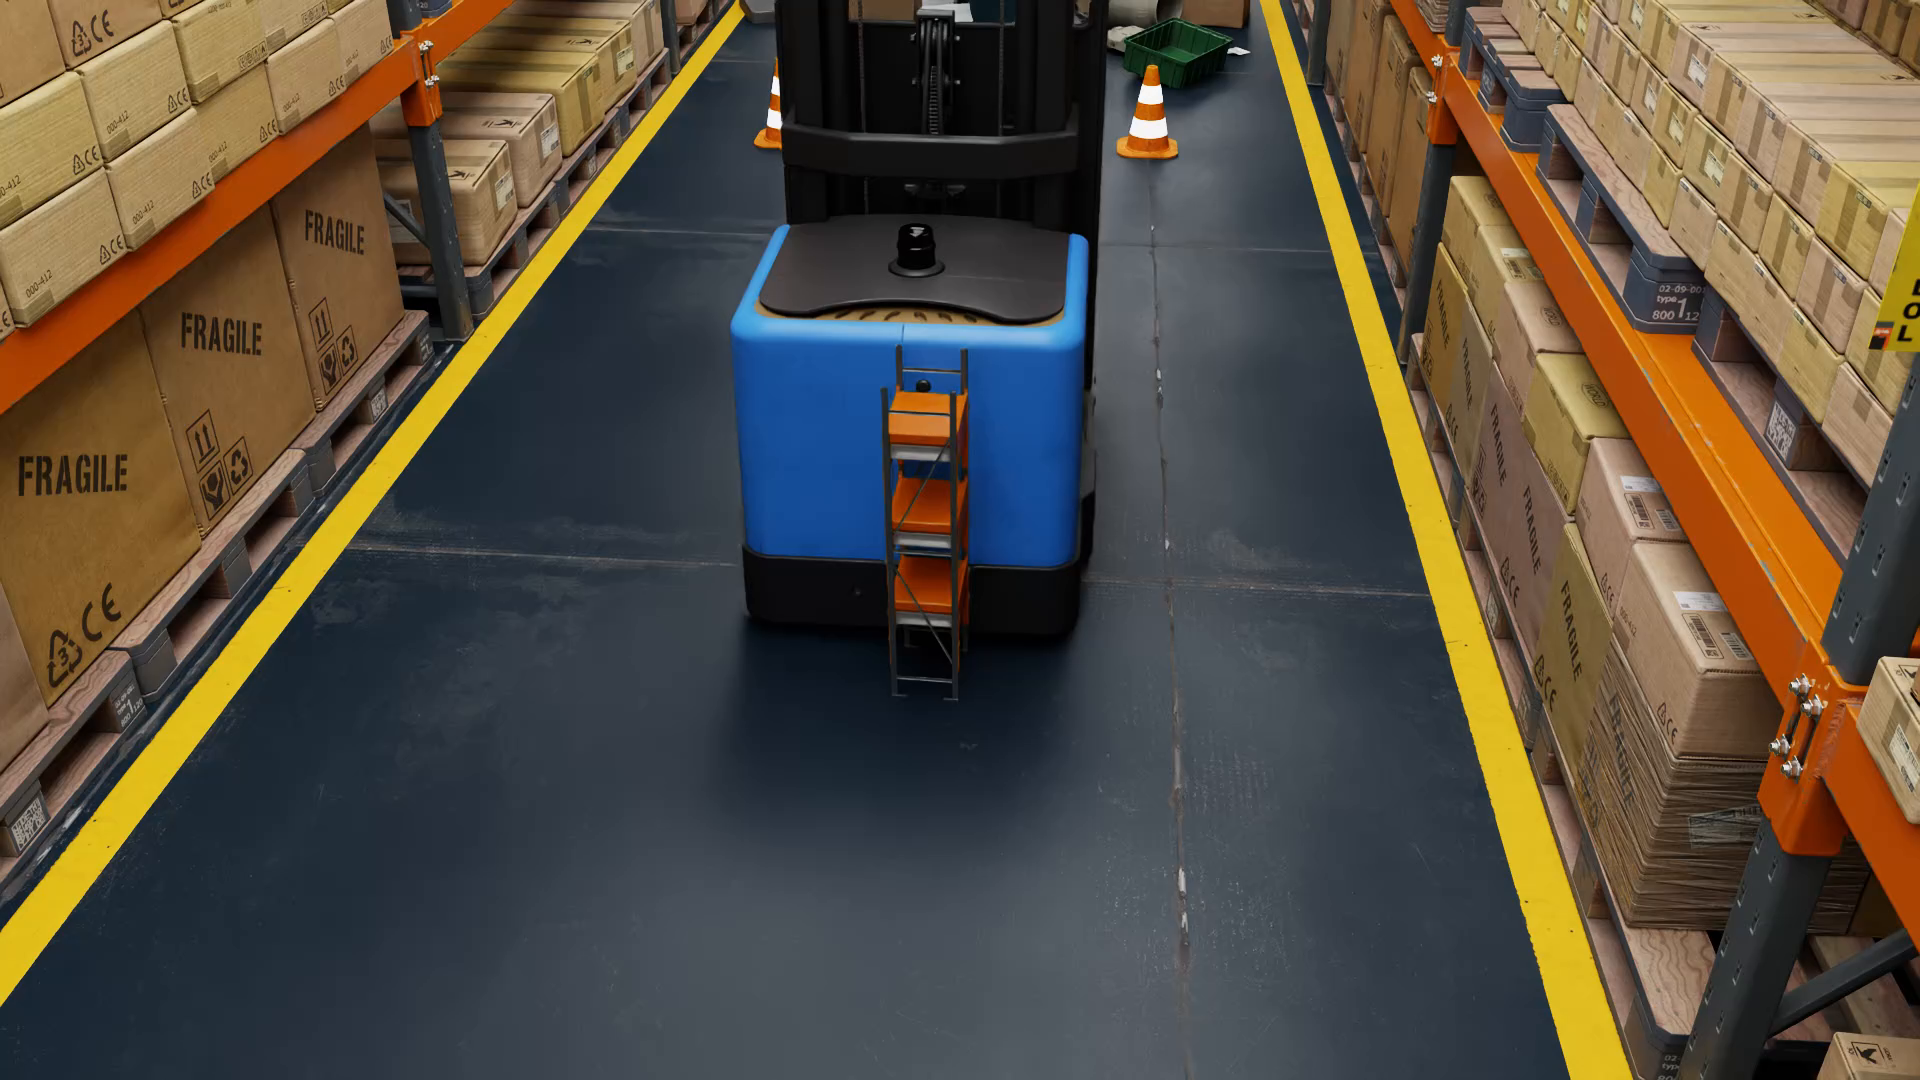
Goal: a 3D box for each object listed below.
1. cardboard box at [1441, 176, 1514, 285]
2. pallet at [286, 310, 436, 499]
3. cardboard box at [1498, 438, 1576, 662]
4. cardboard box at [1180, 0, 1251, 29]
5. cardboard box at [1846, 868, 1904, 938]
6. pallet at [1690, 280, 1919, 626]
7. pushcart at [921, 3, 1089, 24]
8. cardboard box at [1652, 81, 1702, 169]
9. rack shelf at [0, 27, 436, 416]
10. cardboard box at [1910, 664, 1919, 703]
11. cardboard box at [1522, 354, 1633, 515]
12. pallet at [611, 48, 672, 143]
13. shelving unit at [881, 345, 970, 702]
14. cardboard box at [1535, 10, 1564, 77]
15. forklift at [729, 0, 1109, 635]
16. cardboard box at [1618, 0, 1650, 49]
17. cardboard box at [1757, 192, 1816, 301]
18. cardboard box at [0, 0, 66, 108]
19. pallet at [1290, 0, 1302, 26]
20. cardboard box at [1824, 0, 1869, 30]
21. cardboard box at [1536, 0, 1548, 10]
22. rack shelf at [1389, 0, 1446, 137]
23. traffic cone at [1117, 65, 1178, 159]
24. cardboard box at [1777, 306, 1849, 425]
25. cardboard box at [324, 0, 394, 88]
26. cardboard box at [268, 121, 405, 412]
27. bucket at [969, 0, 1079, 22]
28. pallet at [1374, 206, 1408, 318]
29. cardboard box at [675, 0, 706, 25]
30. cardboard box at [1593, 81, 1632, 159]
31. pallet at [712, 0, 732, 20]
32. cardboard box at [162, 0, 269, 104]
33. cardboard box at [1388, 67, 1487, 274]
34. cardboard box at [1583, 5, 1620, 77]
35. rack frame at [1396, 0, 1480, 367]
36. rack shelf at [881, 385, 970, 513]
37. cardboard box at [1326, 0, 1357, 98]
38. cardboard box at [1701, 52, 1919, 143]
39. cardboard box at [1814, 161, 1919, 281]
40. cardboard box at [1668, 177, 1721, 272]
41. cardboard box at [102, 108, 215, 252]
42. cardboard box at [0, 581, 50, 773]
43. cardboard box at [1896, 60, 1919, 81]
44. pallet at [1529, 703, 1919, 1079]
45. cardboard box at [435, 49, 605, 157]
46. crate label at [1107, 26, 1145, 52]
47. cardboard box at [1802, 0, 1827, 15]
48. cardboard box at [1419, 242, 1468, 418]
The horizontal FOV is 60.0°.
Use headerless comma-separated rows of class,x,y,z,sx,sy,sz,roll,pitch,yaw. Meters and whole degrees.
cardboard box,2.037,-1.092,5.930,0.500,0.250,0.500,1,32,2
pallet,-2.747,-0.571,6.475,1.003,0.211,1.213,2,32,4
cardboard box,1.906,0.035,4.817,0.500,0.500,0.500,2,32,3
cardboard box,1.764,-3.892,11.587,0.500,0.500,0.500,8,32,12
cardboard box,2.333,0.594,3.910,0.500,0.500,0.500,4,32,6
pallet,2.216,-0.229,3.445,1.003,0.211,1.213,2,32,4
pushcart,-0.005,-3.071,10.373,1.648,0.377,0.936,-8,33,-13
cardboard box,1.948,-1.021,4.104,0.380,0.149,0.250,3,32,4
rack shelf,-2.770,-0.815,4.899,1.077,0.370,4.000,2,32,4
cardboard box,1.717,0.162,2.249,0.500,0.500,0.500,2,32,3
cardboard box,1.902,-0.296,4.639,0.500,0.250,0.500,1,32,2
pallet,-2.344,-2.664,9.872,1.003,0.211,1.213,2,32,4
shelving unit,-0.092,-0.029,4.788,0.215,1.050,0.252,4,34,6
cardboard box,2.053,-1.573,5.283,0.380,0.149,0.250,4,32,6
forklift,-0.039,-1.703,5.720,1.130,2.935,3.031,2,32,4
cardboard box,1.998,-1.413,4.455,0.380,0.149,0.250,3,32,5
cardboard box,1.888,-0.599,3.419,0.380,0.149,0.250,4,32,6
cardboard box,-2.553,-1.291,3.937,0.500,0.500,0.500,2,32,3
pallet,2.897,-3.947,11.953,1.003,0.211,1.213,2,32,4
cardboard box,2.664,-1.524,4.636,0.380,0.149,0.250,2,32,4
cardboard box,2.075,-1.821,5.401,0.380,0.149,0.250,4,32,6
rack shelf,2.497,-2.748,8.036,1.077,0.370,4.000,2,32,4
traffic cone,1.046,-2.383,9.176,0.336,0.463,0.334,2,32,4
cardboard box,1.864,-0.341,3.283,0.380,0.149,0.250,3,32,4
cardboard box,-2.390,-1.828,5.999,0.500,0.250,0.500,1,32,2
cardboard box,-2.746,-1.084,6.274,0.875,0.875,0.875,2,32,4
bucket,0.373,-3.523,10.279,0.726,0.611,0.620,14,44,21
pallet,2.474,-1.230,7.545,1.003,0.211,1.213,2,32,4
cardboard box,-1.964,-3.564,10.894,0.500,0.250,0.500,1,32,2
cardboard box,1.991,-1.161,4.615,0.380,0.149,0.250,3,32,5
pallet,-2.165,-4.064,12.143,1.003,0.211,1.213,2,32,4
cardboard box,-2.453,-1.515,5.016,0.500,0.250,0.500,2,32,3
cardboard box,2.474,-1.544,7.140,1.050,0.750,0.750,2,32,3
cardboard box,2.015,-1.419,4.749,0.380,0.149,0.250,3,32,4
rack frame,2.335,-2.008,6.150,1.000,3.000,0.127,2,32,4
rack shelf,-0.093,-0.256,4.636,0.215,0.259,0.240,4,34,6
cardboard box,2.699,-2.993,9.491,1.050,0.750,0.750,2,32,4
cardboard box,1.936,-1.001,3.788,0.380,0.149,0.250,1,32,2
cardboard box,1.868,-0.601,3.138,0.380,0.149,0.250,2,32,3
cardboard box,1.924,-0.748,3.943,0.380,0.149,0.250,1,32,2
cardboard box,-2.486,-1.029,4.704,0.500,0.250,0.500,2,32,3
cardboard box,-2.962,0.323,3.992,0.875,0.875,0.875,3,32,6
cardboard box,2.625,-1.119,4.263,0.380,0.149,0.250,2,32,3
pallet,2.071,0.863,4.148,1.003,0.211,1.213,2,32,4
cardboard box,-2.432,-2.305,8.735,0.950,0.372,0.625,3,32,6
crate label,1.118,-3.299,10.973,0.298,0.136,0.250,-20,37,-29
cardboard box,2.688,-1.521,4.914,0.380,0.149,0.250,3,32,4
cardboard box,2.023,-0.764,6.113,0.500,0.500,0.500,1,32,2
